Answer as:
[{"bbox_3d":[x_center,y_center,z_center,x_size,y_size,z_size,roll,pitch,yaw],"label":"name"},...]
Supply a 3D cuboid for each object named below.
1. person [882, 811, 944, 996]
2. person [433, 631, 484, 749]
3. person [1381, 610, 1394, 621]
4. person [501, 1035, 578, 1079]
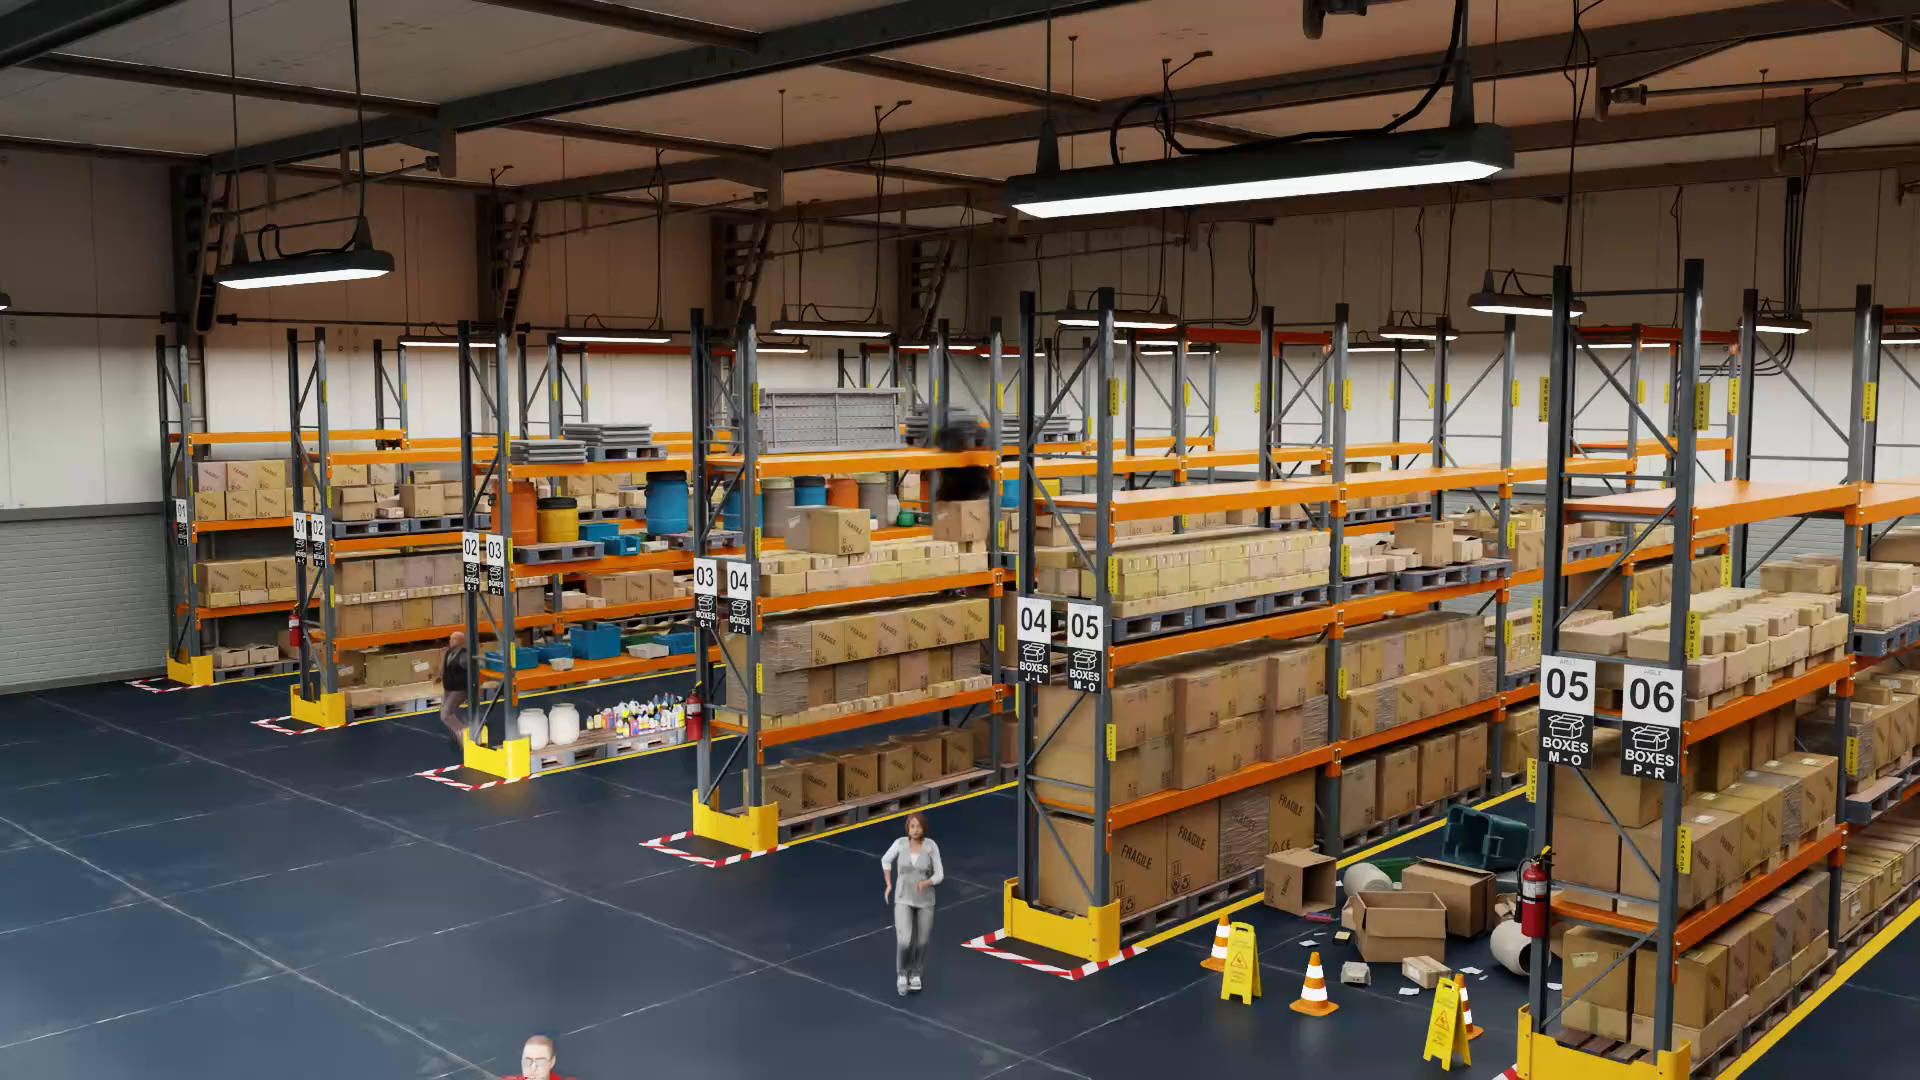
[{"bbox_3d":[-0.394,3.057,13.946,0.509,1.566,0.637,0,5,-5],"label":"person"},{"bbox_3d":[-7.093,2.123,23.466,0.714,1.684,0.621,4,7,38],"label":"person"},{"bbox_3d":[6.684,1.909,25.989,0.572,1.673,0.679,5,7,43],"label":"person"},{"bbox_3d":[-2.204,3.484,8.843,0.650,1.773,0.832,-1,5,-8],"label":"person"}]
